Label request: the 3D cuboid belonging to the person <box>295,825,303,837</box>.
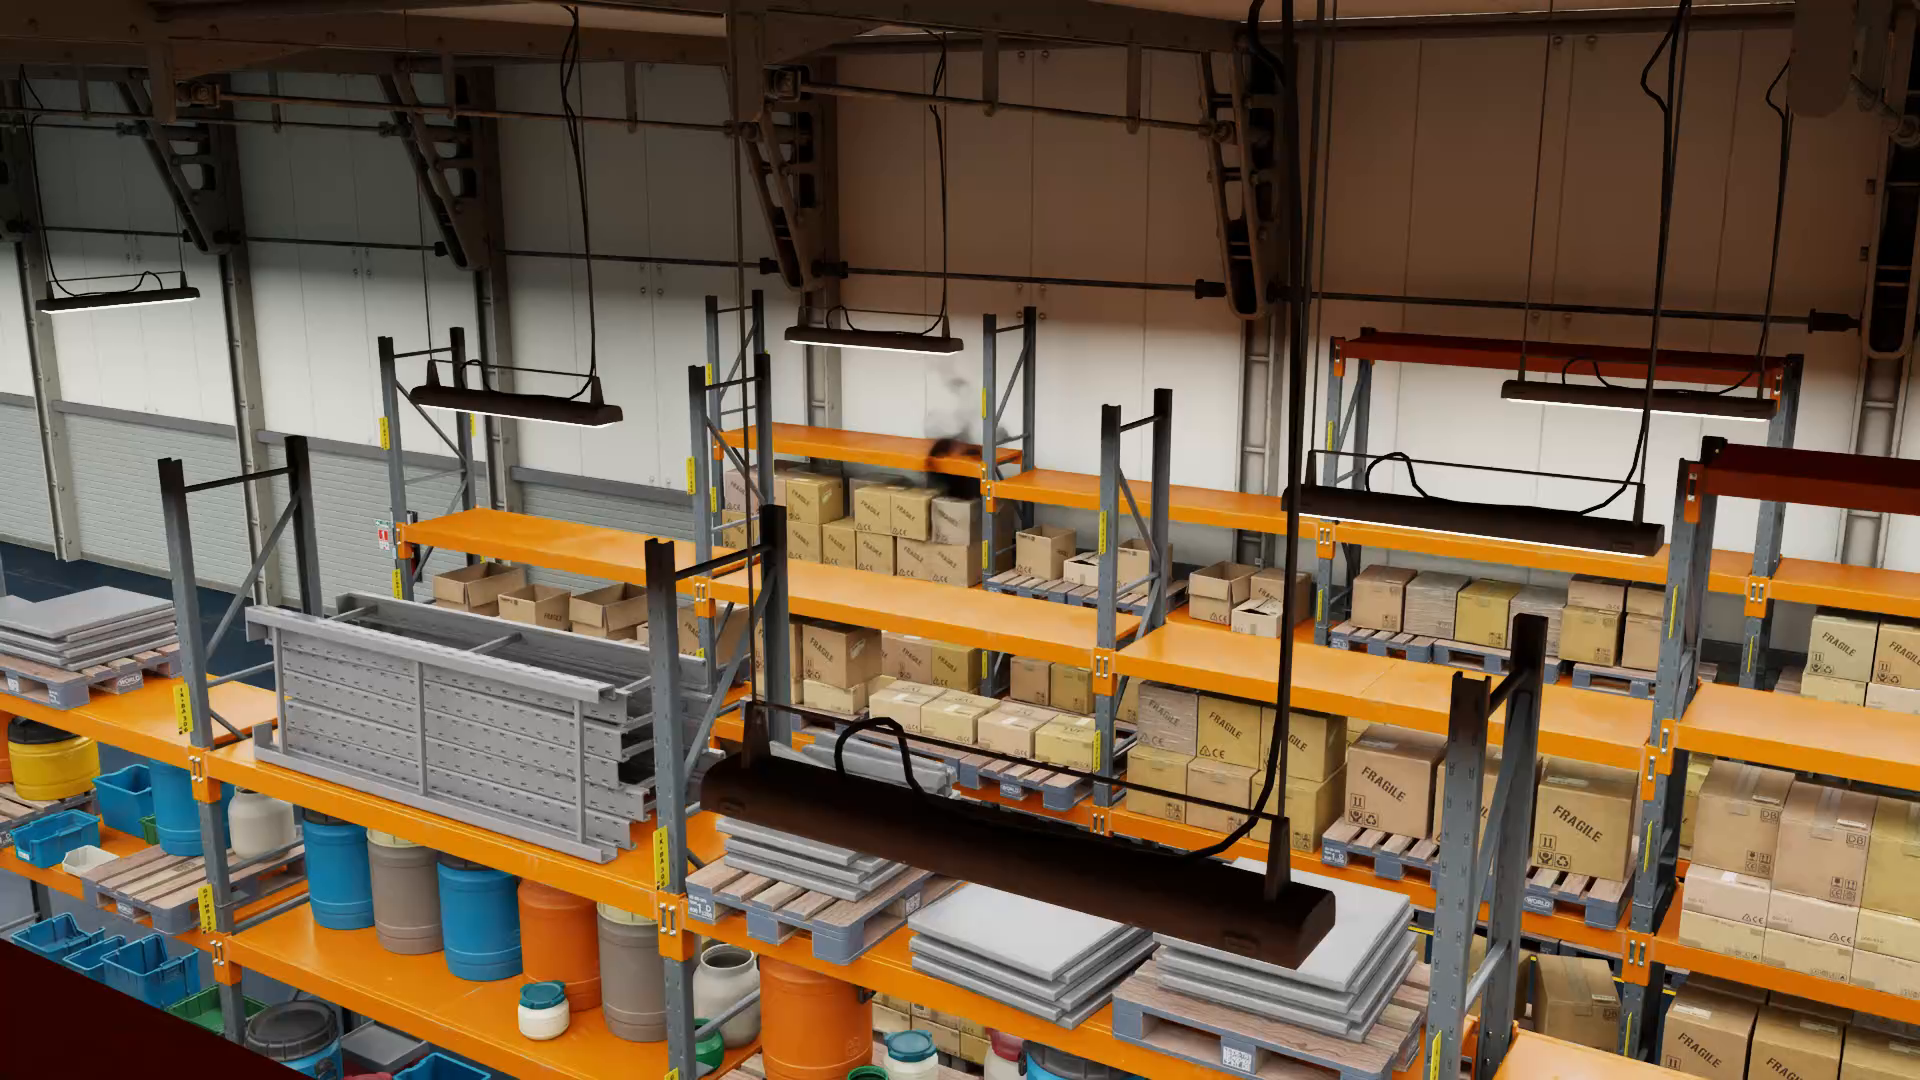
[{"bbox_3d":[-7.579,2.869,18.279,0.740,1.639,0.576,-9,16,-32],"label":"person"}]
